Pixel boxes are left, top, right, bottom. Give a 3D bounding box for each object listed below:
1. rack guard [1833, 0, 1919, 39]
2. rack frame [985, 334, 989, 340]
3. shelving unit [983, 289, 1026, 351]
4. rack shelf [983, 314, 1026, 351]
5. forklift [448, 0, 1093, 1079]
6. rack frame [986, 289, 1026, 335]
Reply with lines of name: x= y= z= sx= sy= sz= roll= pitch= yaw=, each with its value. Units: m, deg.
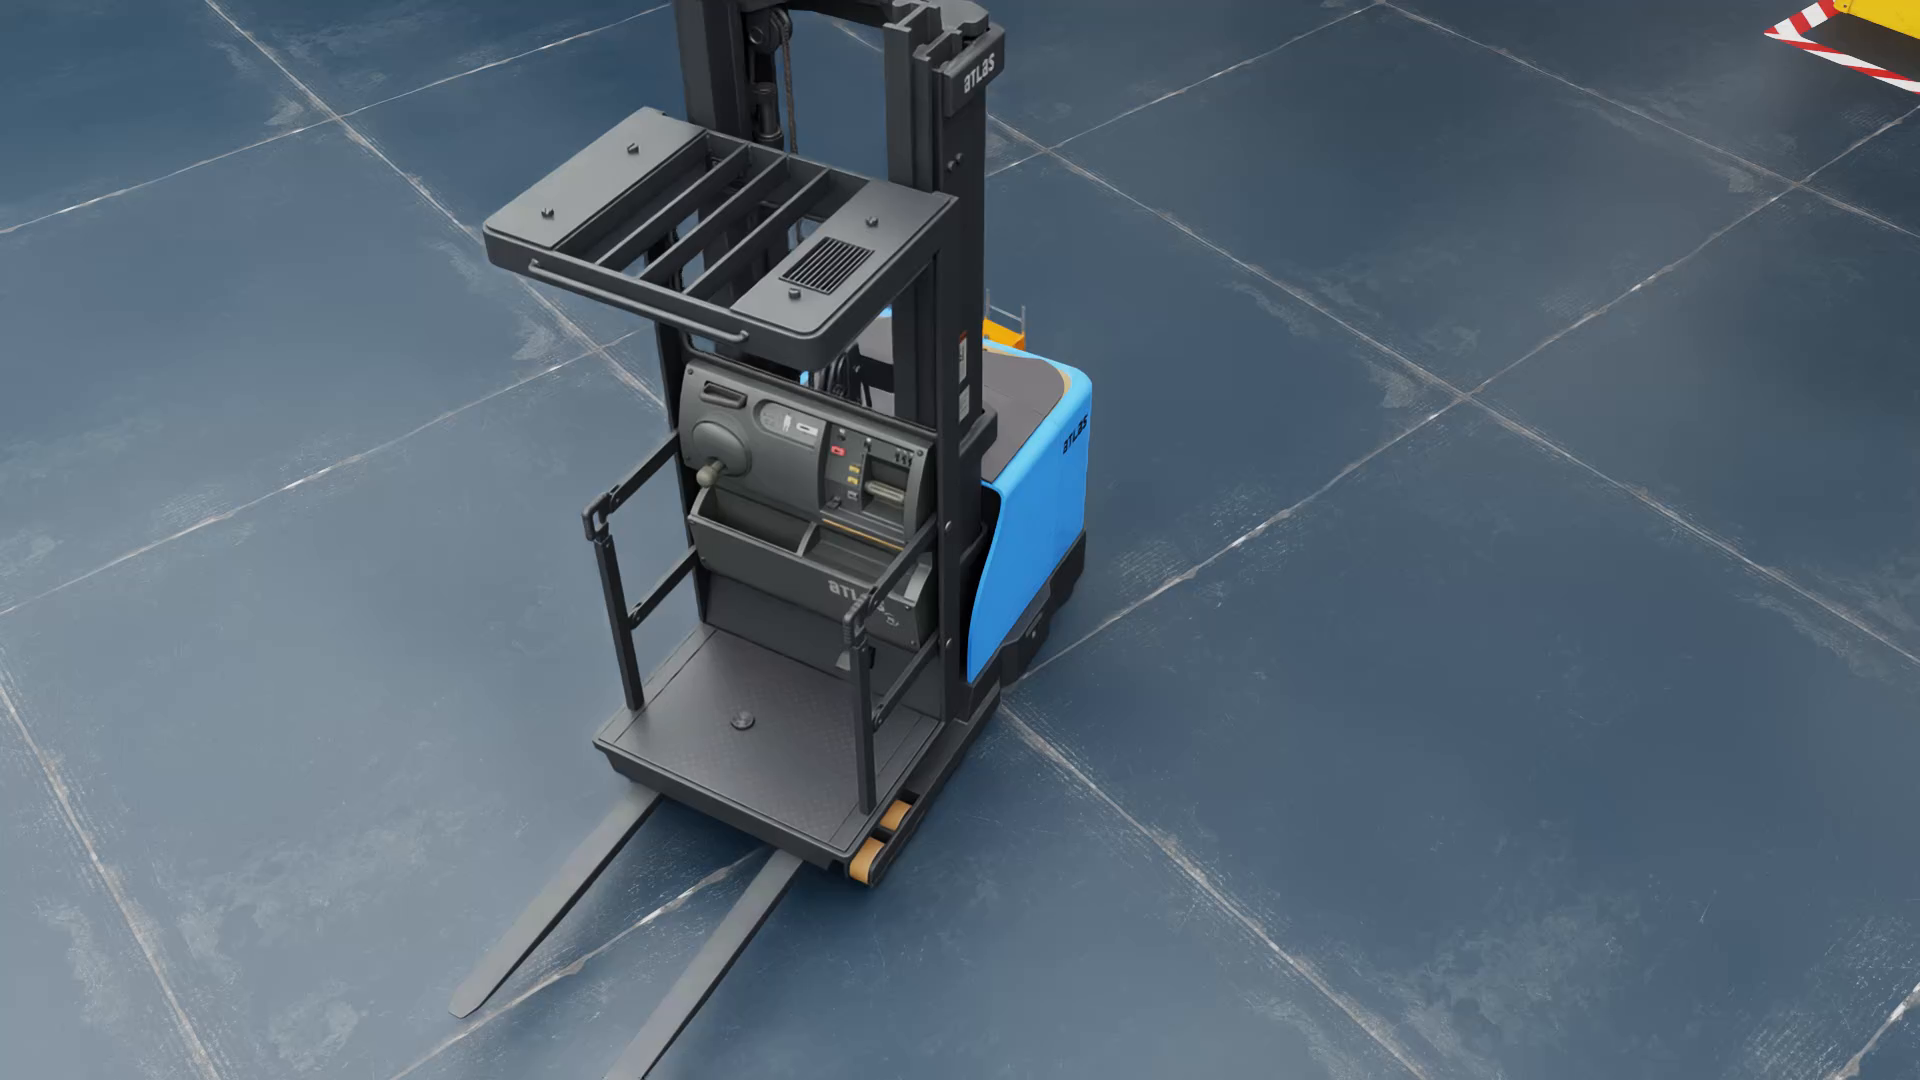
rack guard: x=6.261 y=-3.479 z=10.589 sx=0.348 sy=0.500 sz=1.175 roll=-30 pitch=51 yaw=-28
rack frame: x=0.035 y=-0.470 z=6.983 sx=0.200 sy=1.050 sz=0.008 roll=29 pitch=50 yaw=27
shelving unit: x=0.111 y=-0.535 z=7.053 sx=0.215 sy=1.050 sz=0.252 roll=29 pitch=50 yaw=27
rack shelf: x=0.111 y=-0.734 z=6.866 sx=0.215 sy=0.259 sz=0.240 roll=29 pitch=50 yaw=27
forklift: x=-0.624 y=-0.199 z=5.321 sx=1.130 sy=2.935 sz=3.031 roll=20 pitch=47 yaw=20
rack frame: x=0.187 y=-0.600 z=7.122 sx=0.200 sy=1.050 sz=0.008 roll=29 pitch=50 yaw=27
